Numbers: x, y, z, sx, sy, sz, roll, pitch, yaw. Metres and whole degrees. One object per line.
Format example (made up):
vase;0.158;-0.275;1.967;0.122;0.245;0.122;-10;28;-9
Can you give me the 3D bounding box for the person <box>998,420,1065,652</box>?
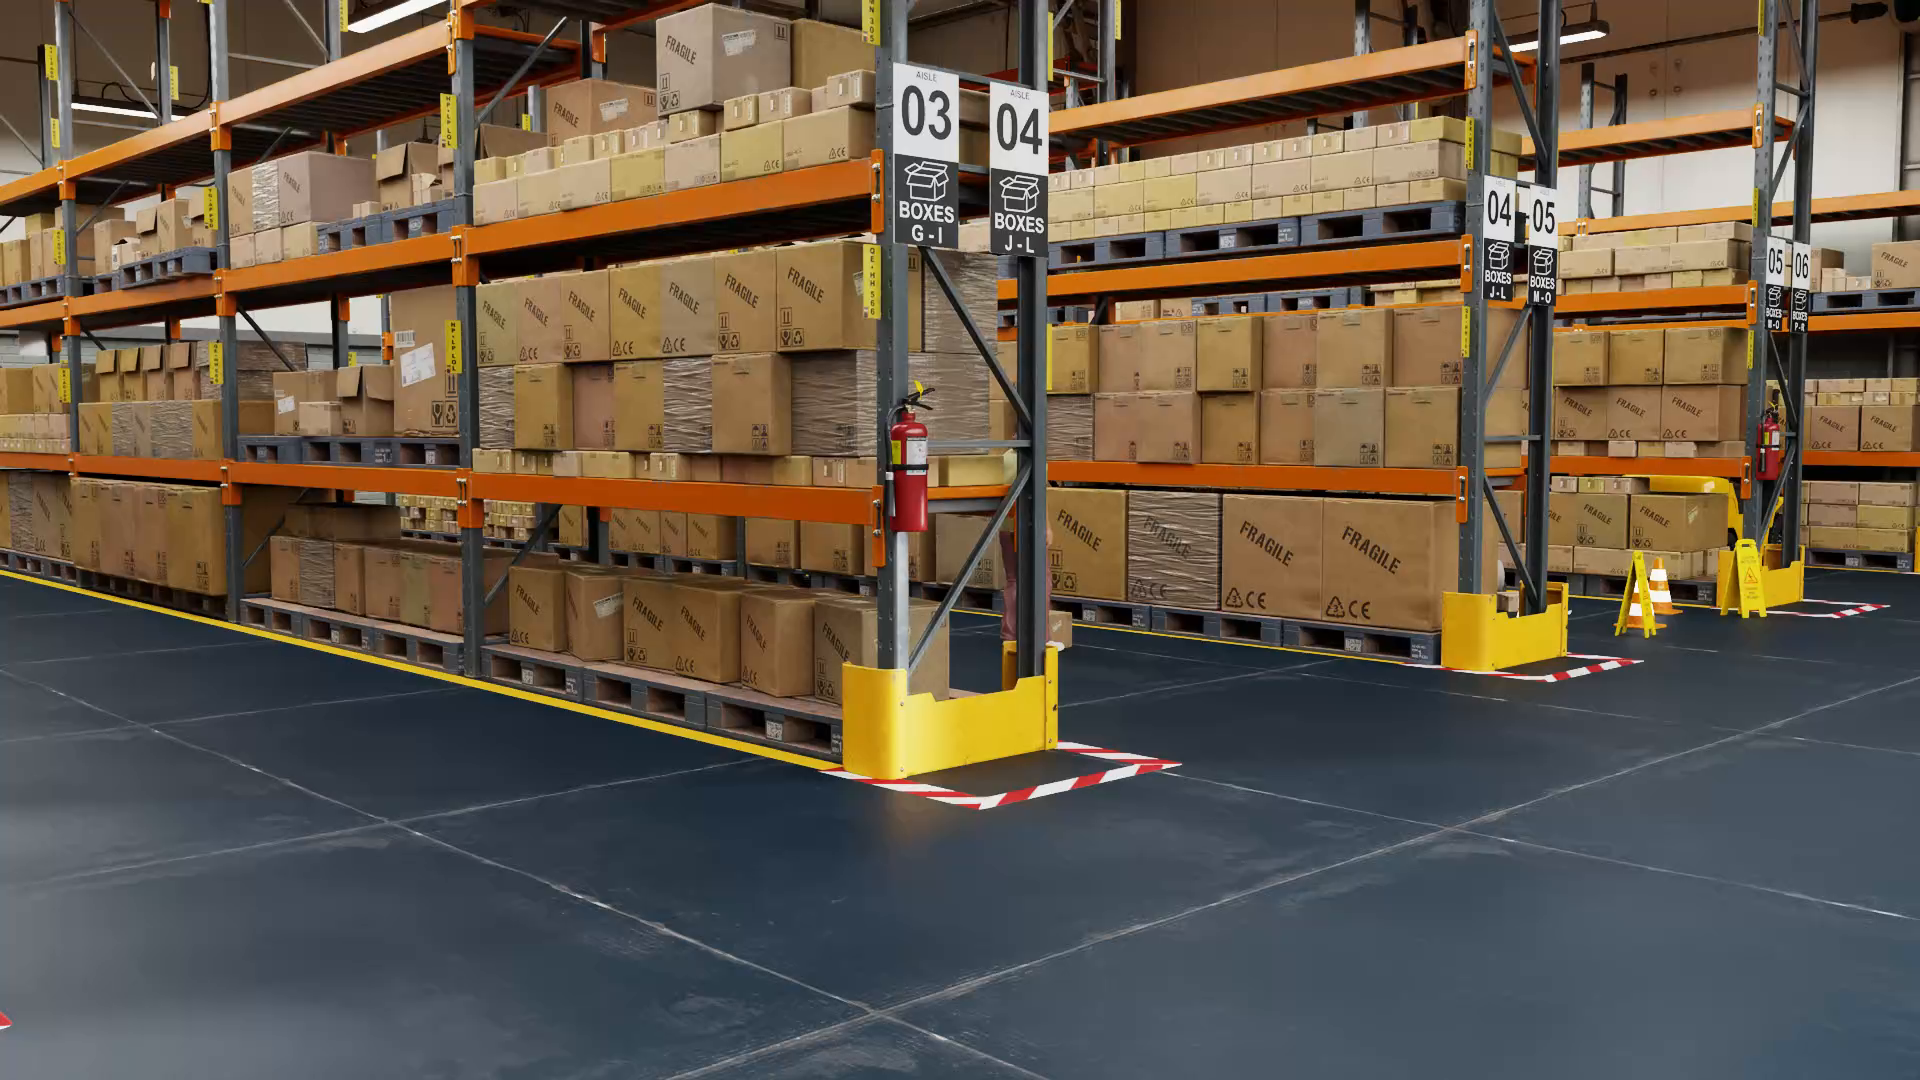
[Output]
person;0.460;-0.051;11.730;0.496;1.672;0.363;4;6;45
